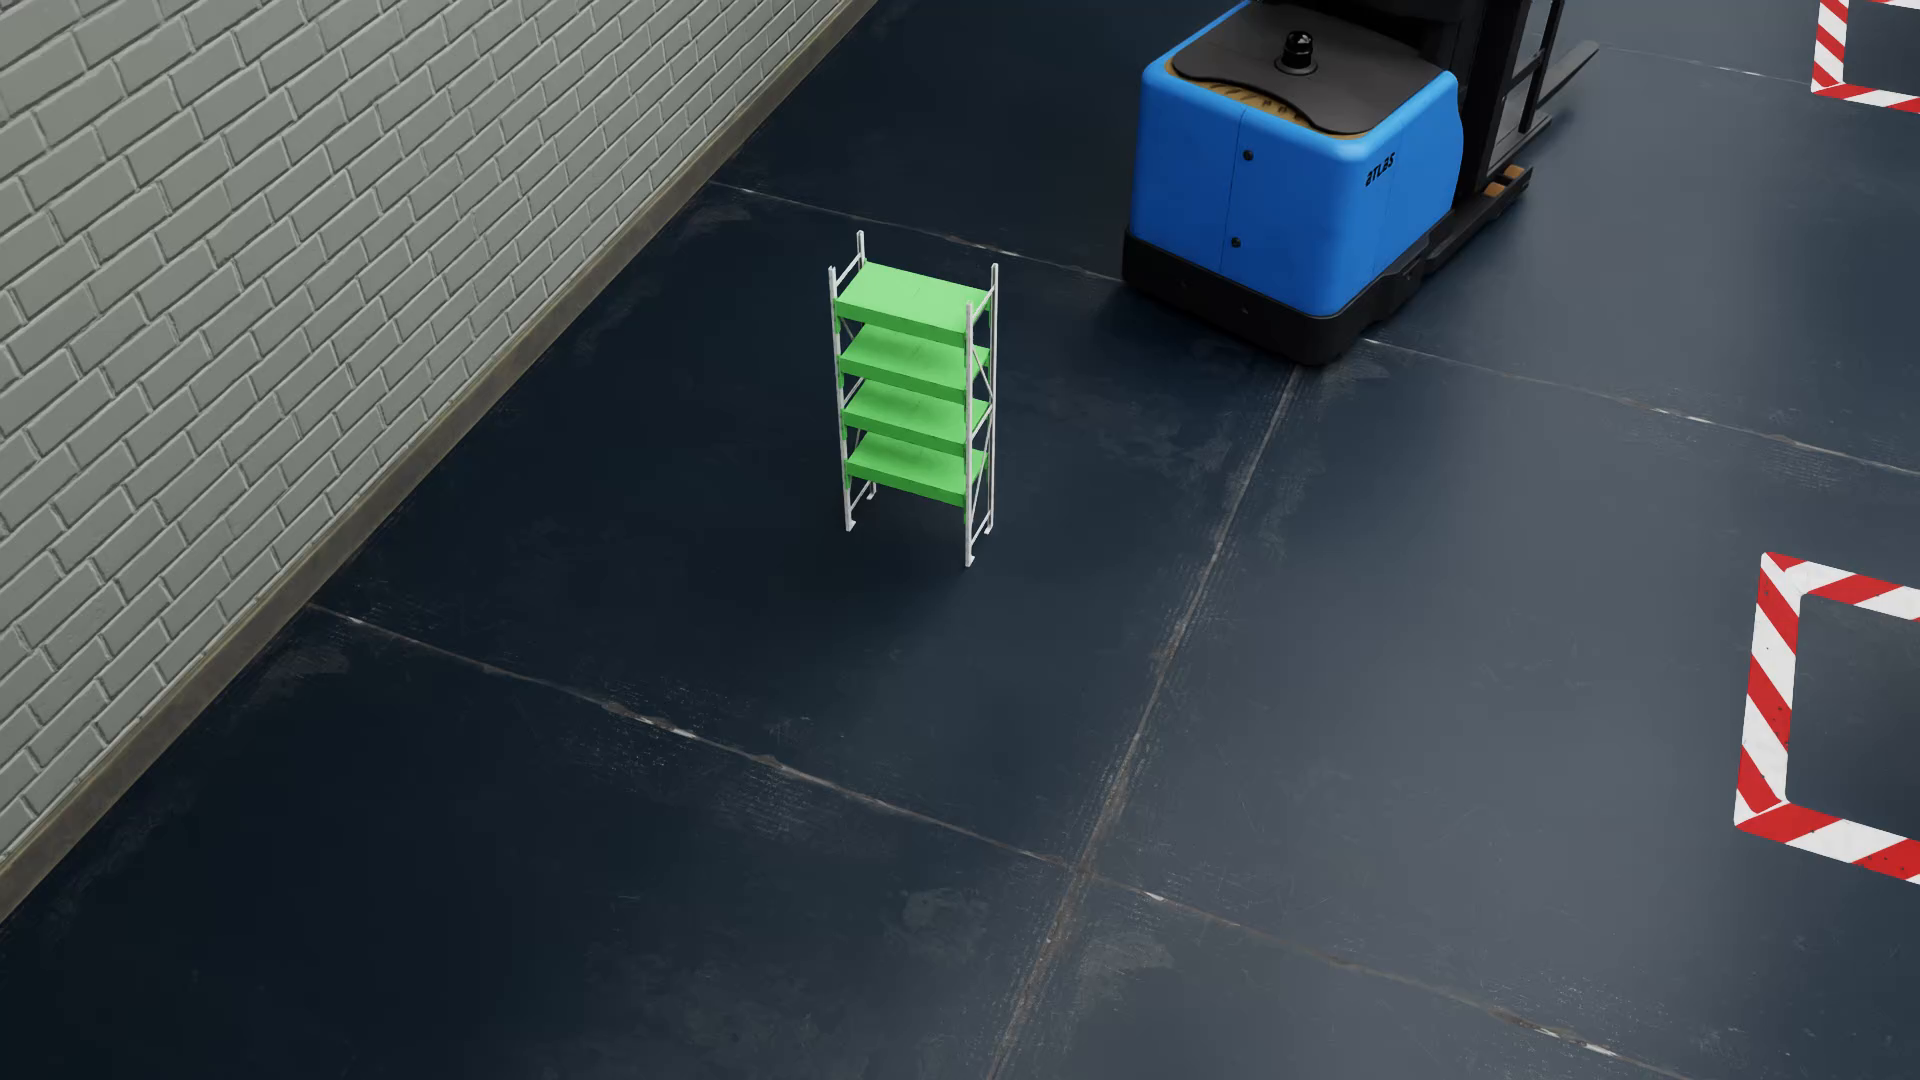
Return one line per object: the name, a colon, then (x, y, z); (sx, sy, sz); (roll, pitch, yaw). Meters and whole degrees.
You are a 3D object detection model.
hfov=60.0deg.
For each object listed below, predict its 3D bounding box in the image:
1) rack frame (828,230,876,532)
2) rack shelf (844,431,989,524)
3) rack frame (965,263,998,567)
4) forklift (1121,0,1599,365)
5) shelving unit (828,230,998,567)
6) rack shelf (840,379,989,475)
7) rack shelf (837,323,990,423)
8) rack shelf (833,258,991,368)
rack frame: (-0.378, -0.537, 5.939); (0.015, 1.200, 0.240); (16, 47, 16)
rack shelf: (-0.153, -0.255, 6.086); (0.480, 0.148, 0.258); (16, 47, 16)
rack frame: (0.072, -0.404, 5.805); (0.015, 1.200, 0.240); (16, 47, 16)
forklift: (2.037, -2.739, 6.924); (1.130, 2.935, 3.031); (30, 52, 27)
shelving unit: (-0.153, -0.470, 5.872); (0.503, 1.200, 0.258); (16, 47, 16)
rack shelf: (-0.153, -0.425, 5.917); (0.480, 0.148, 0.258); (16, 47, 16)
rack shelf: (-0.153, -0.595, 5.748); (0.480, 0.148, 0.258); (16, 47, 16)
rack shelf: (-0.153, -0.765, 5.579); (0.480, 0.148, 0.258); (16, 47, 16)
